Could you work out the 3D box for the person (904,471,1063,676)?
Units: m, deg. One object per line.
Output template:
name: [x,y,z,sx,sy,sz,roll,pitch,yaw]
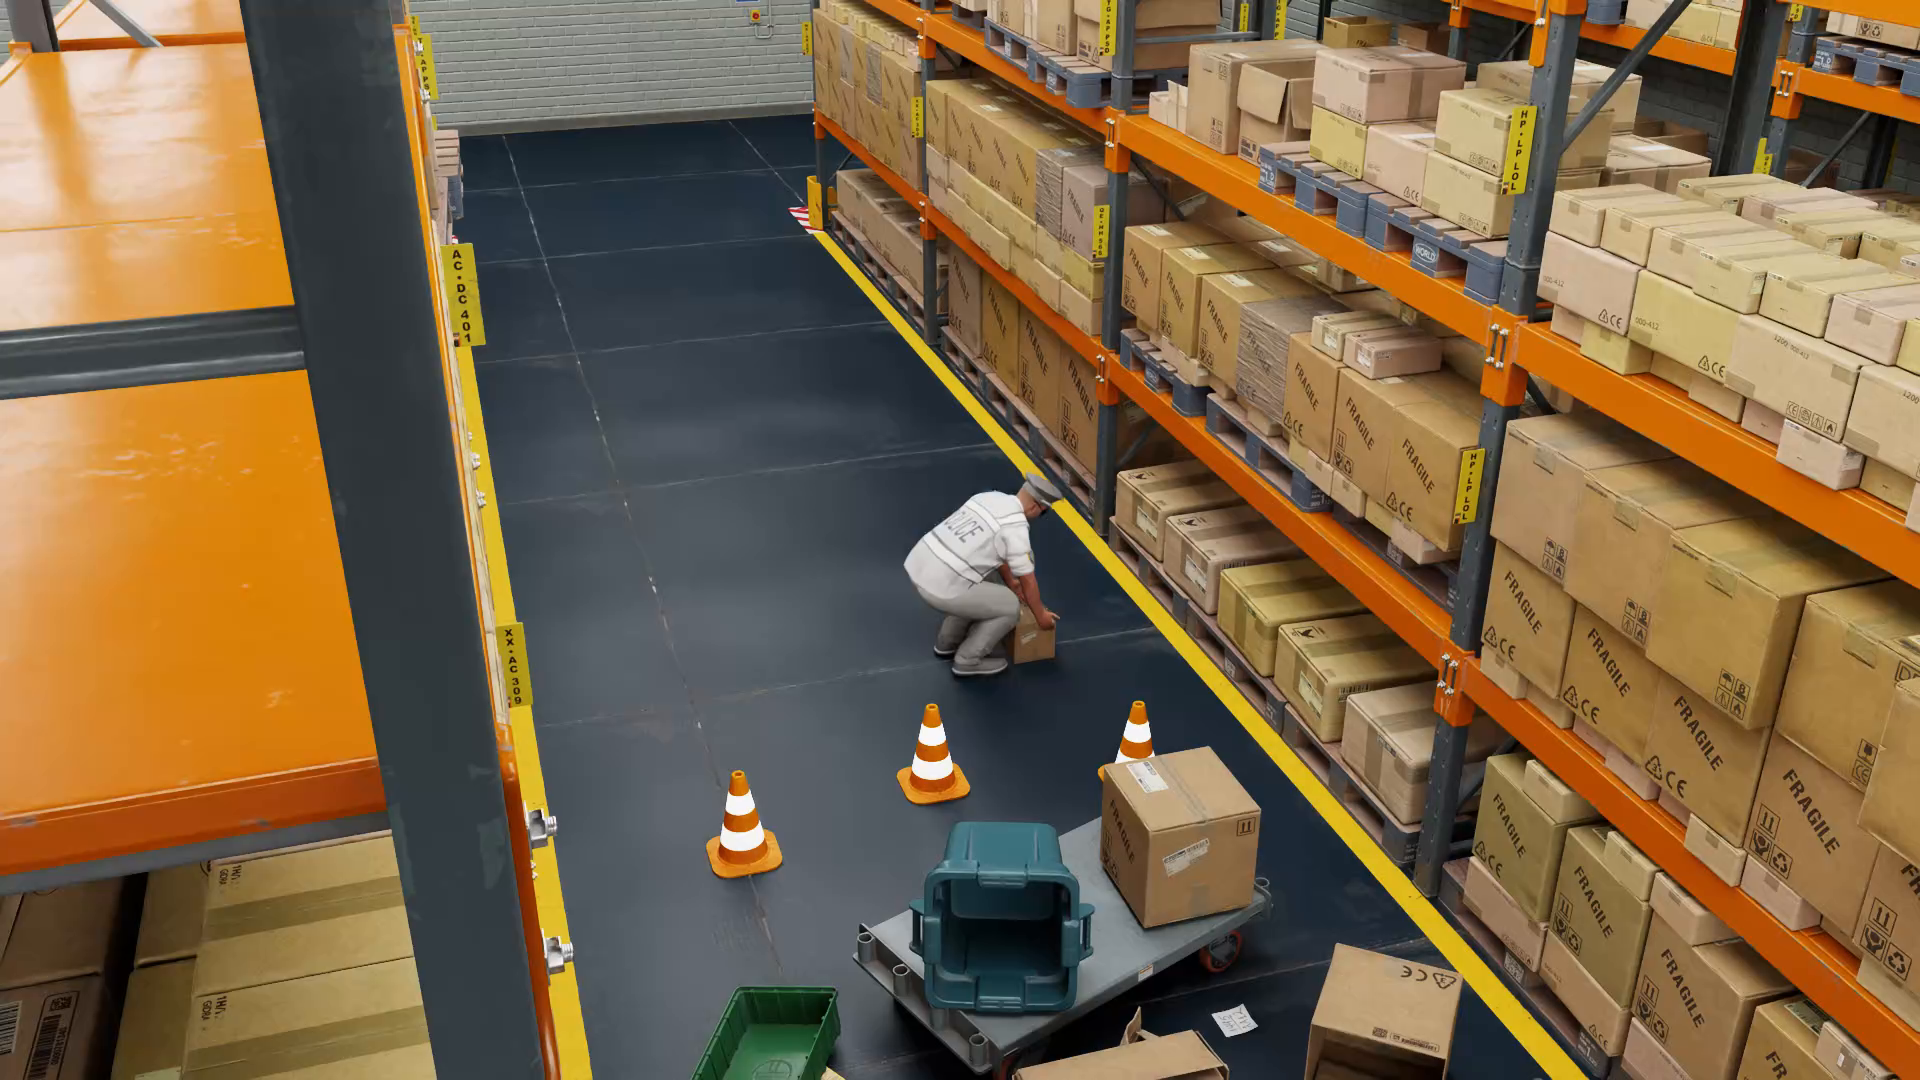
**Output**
person: [0.141,0.181,9.483,0.928,1.100,0.568,-8,27,-16]
